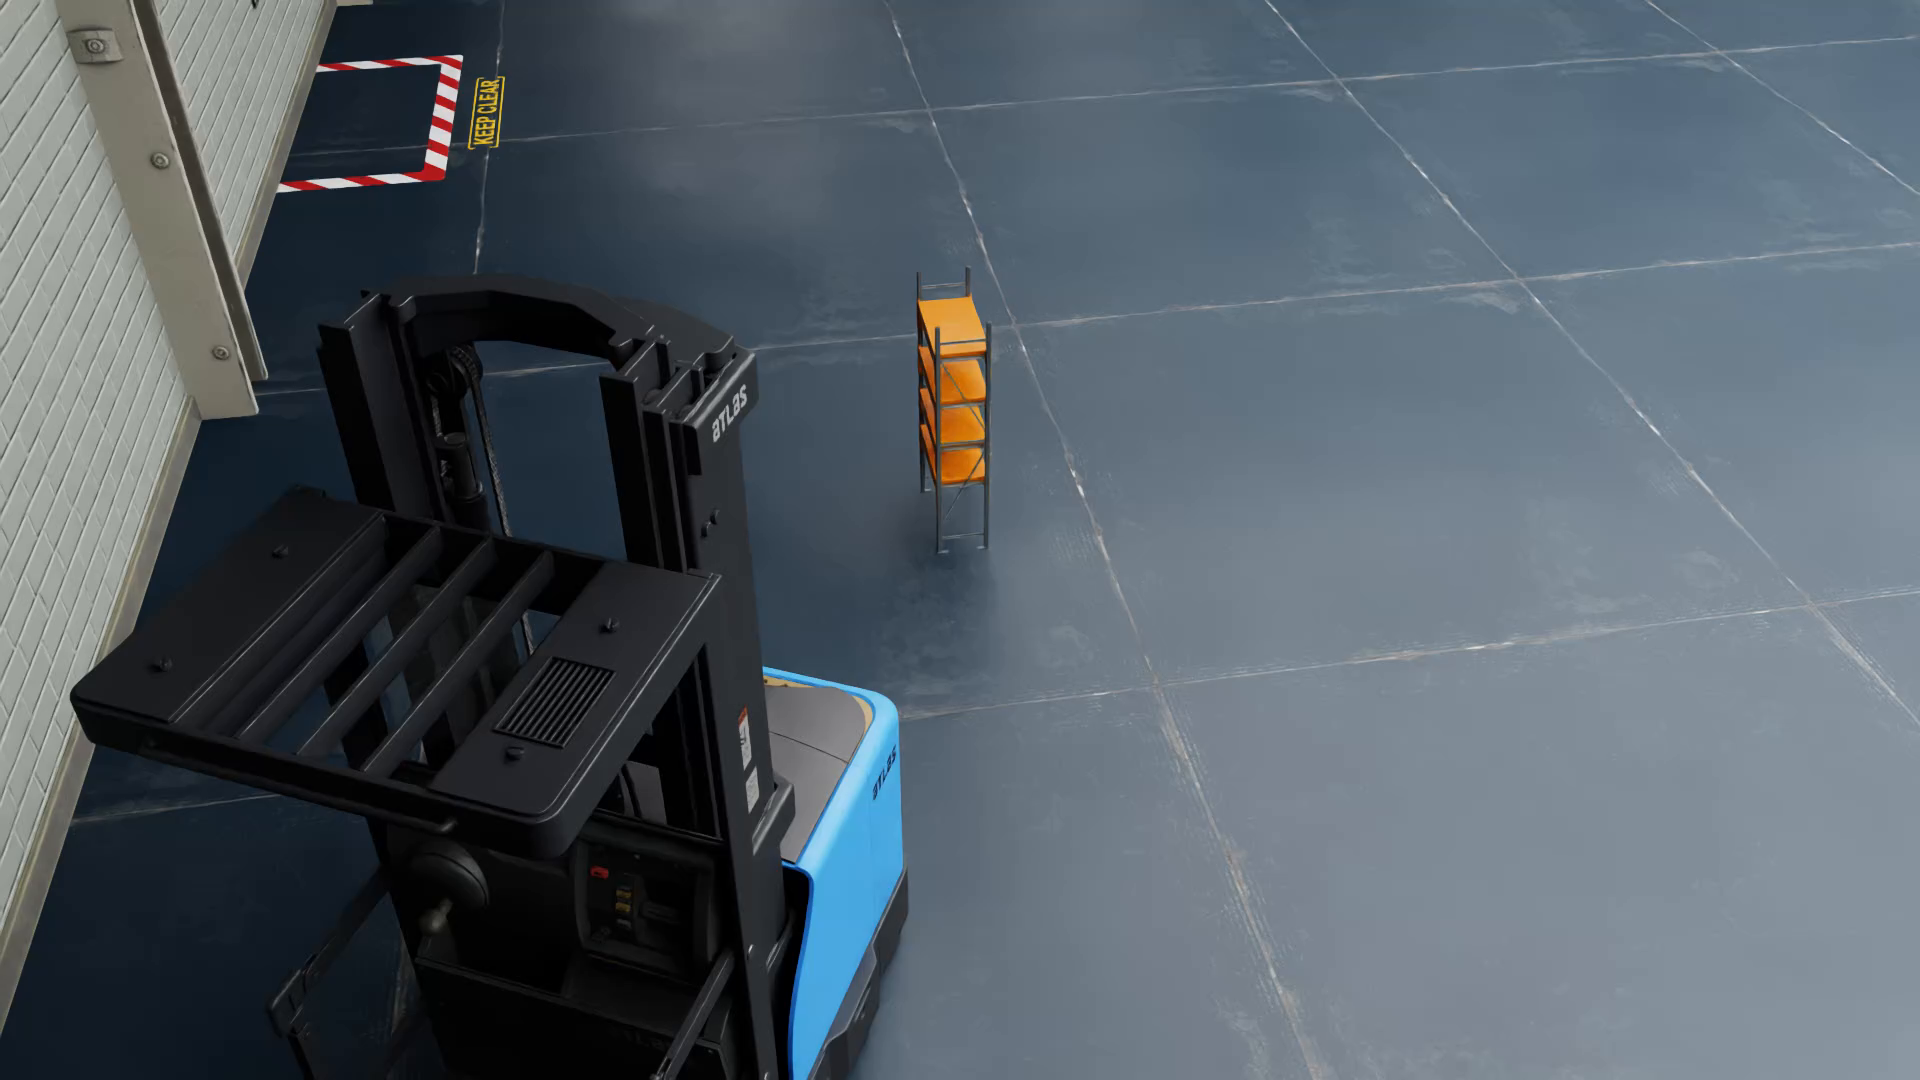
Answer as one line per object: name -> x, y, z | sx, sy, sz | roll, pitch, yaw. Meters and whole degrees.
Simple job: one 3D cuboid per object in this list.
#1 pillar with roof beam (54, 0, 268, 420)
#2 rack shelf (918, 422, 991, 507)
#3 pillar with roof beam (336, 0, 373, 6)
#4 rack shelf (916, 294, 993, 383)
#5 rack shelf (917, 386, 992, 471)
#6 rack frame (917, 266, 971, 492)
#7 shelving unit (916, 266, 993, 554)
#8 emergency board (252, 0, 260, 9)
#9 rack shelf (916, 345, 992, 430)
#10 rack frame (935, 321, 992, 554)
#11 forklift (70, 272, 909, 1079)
pillar with roof beam -> 0.424, -4.766, 6.550 | 9.100, 9.000, 0.400 | -6, 38, -8
rack shelf -> -0.029, -0.364, 7.674 | 0.258, 0.148, 0.480 | -6, 38, -8
pillar with roof beam -> -0.628, -8.390, 11.215 | 9.100, 9.000, 0.400 | -6, 38, -8
rack shelf -> -0.029, -0.884, 7.270 | 0.258, 0.148, 0.480 | -6, 38, -8
rack shelf -> -0.029, -0.521, 7.552 | 0.258, 0.148, 0.480 | -6, 38, -8
rack frame -> -0.072, -0.721, 7.700 | 0.240, 1.200, 0.015 | -6, 38, -8
shelving unit -> -0.029, -0.574, 7.511 | 0.258, 1.200, 0.503 | -6, 38, -8
emergency board -> -4.487, -4.054, 10.523 | 0.157, 1.169, 0.626 | -6, 38, -8
rack shelf -> -0.029, -0.697, 7.415 | 0.258, 0.148, 0.480 | -6, 38, -8
rack frame -> 0.014, -0.426, 7.321 | 0.240, 1.200, 0.015 | -6, 38, -8
forklift -> -1.124, 0.961, 4.125 | 1.130, 2.935, 3.031 | 11, 39, 14
